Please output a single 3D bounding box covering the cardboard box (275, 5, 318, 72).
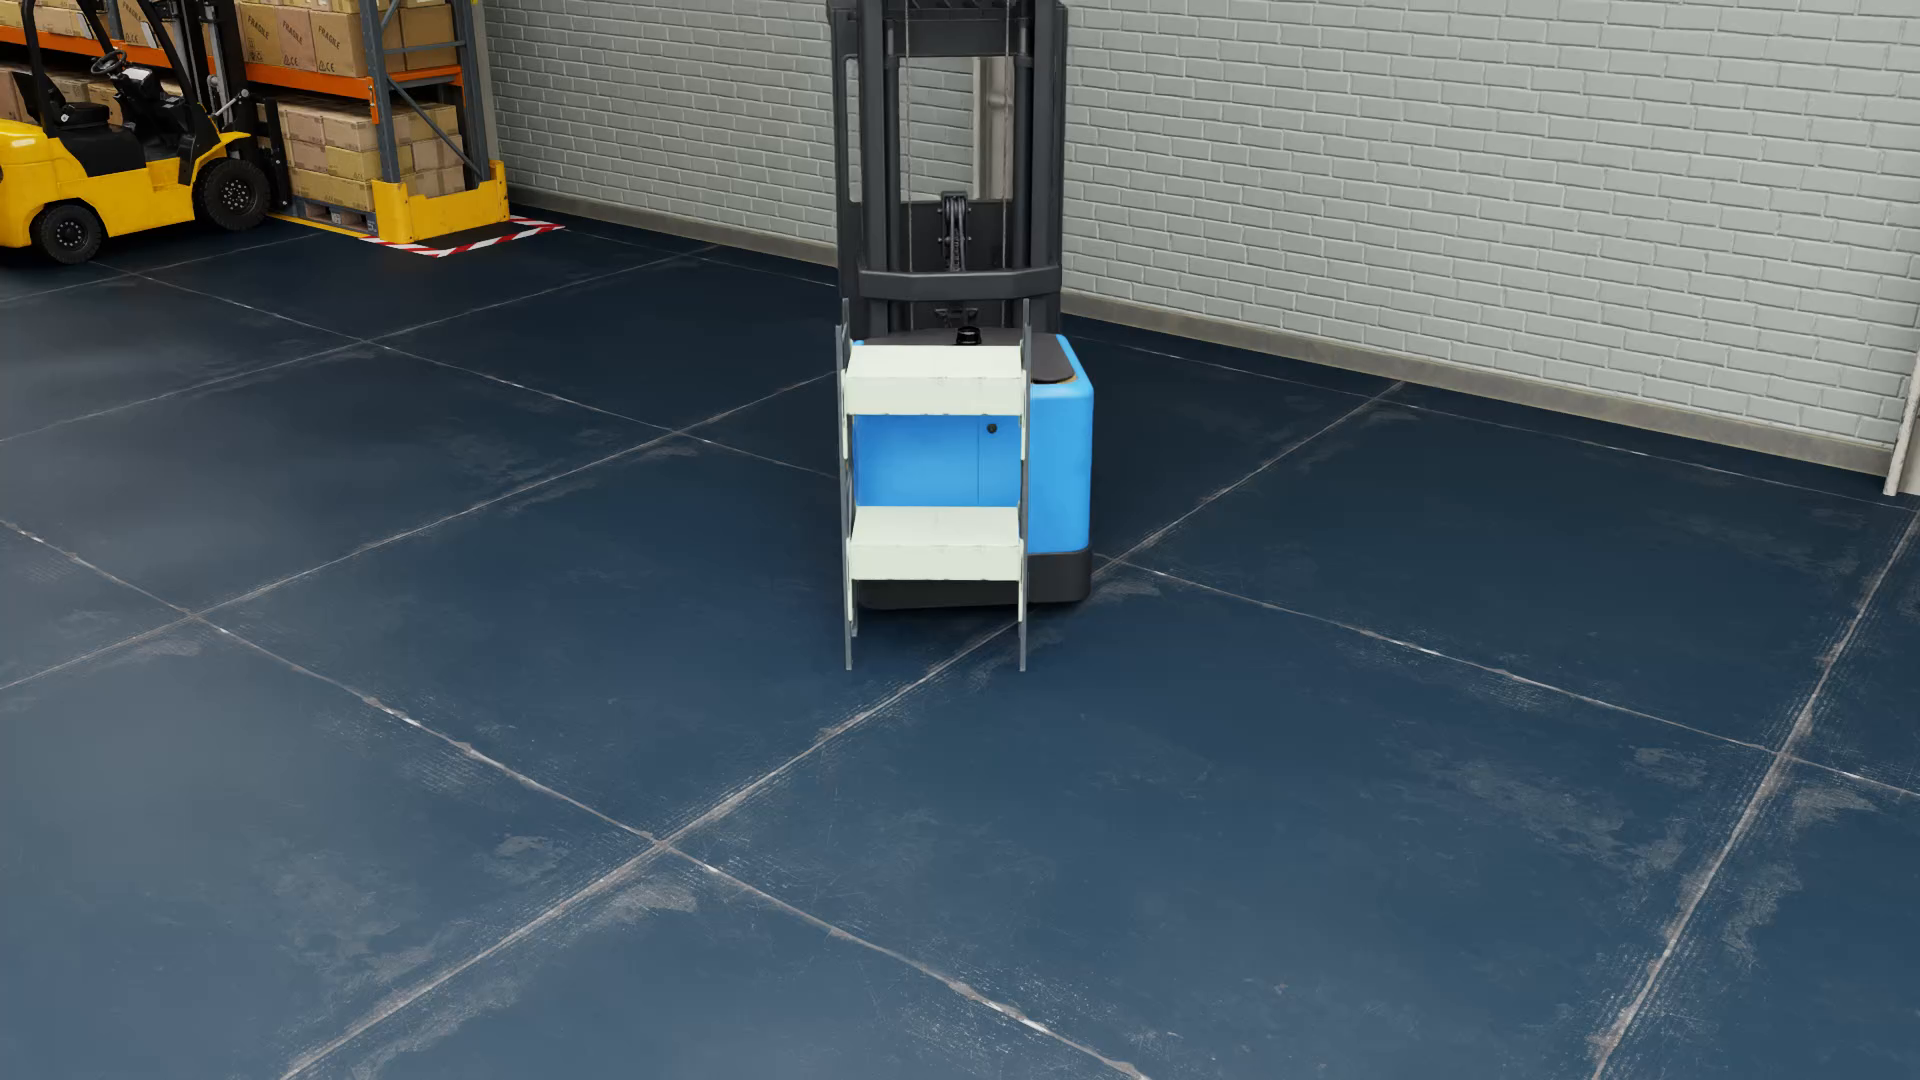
[{"bbox_3d":[-5.410,-4.271,14.098,0.500,0.500,0.500,18,29,35],"label":"cardboard box"}]

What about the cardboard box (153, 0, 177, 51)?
[{"bbox_3d":[-7.024,-4.763,15.216,0.500,0.500,0.500,17,29,34],"label":"cardboard box"}]

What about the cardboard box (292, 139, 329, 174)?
[{"bbox_3d":[-5.421,-3.366,14.439,0.500,0.250,0.500,16,29,33],"label":"cardboard box"}]

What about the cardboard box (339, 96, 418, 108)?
[{"bbox_3d":[-5.122,-3.750,14.691,0.500,0.250,0.500,17,29,33],"label":"cardboard box"}]

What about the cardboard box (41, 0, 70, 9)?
[{"bbox_3d":[-8.612,-5.348,16.233,0.500,0.250,0.500,16,28,32],"label":"cardboard box"}]

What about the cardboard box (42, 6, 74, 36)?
[{"bbox_3d":[-8.615,-5.118,16.331,0.500,0.250,0.500,17,29,33],"label":"cardboard box"}]

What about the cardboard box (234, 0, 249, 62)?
[{"bbox_3d":[-6.229,-4.512,14.647,0.500,0.500,0.500,17,29,34],"label":"cardboard box"}]

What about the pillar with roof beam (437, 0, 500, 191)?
[{"bbox_3d":[-7.047,-5.878,10.429,0.400,9.000,9.100,17,29,33],"label":"pillar with roof beam"}]

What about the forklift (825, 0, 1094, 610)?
[{"bbox_3d":[-0.076,-1.590,8.223,1.130,2.935,3.031,-2,24,-5],"label":"forklift"}]

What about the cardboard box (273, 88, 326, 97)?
[{"bbox_3d":[-5.921,-4.001,15.260,0.500,0.250,0.500,16,28,32],"label":"cardboard box"}]

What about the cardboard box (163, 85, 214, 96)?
[{"bbox_3d":[-7.047,-4.076,15.429,0.500,0.250,0.500,17,29,33],"label":"cardboard box"}]

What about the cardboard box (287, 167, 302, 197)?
[{"bbox_3d":[-5.801,-3.255,14.806,0.500,0.250,0.500,17,29,34],"label":"cardboard box"}]

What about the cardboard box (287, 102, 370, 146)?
[{"bbox_3d":[-5.416,-3.586,14.317,0.500,0.250,0.500,17,29,34],"label":"cardboard box"}]

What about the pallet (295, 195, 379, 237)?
[{"bbox_3d":[-5.086,-2.957,14.700,1.213,0.211,1.003,17,29,33],"label":"pallet"}]

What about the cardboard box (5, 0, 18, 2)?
[{"bbox_3d":[-9.410,-5.601,16.809,0.500,0.250,0.500,17,29,34],"label":"cardboard box"}]

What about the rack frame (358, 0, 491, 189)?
[{"bbox_3d":[-4.449,-4.062,13.749,0.127,3.000,1.000,17,29,33],"label":"rack frame"}]

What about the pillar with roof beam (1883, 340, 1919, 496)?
[{"bbox_3d":[2.555,-2.976,3.843,0.400,9.000,9.100,17,29,33],"label":"pillar with roof beam"}]

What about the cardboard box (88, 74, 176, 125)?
[{"bbox_3d":[-8.074,-4.257,16.617,0.625,0.625,0.875,18,30,36],"label":"cardboard box"}]

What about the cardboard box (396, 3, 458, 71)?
[{"bbox_3d":[-4.679,-4.317,14.204,0.500,0.500,0.500,18,29,35],"label":"cardboard box"}]

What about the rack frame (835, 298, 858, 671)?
[{"bbox_3d":[-0.466,-0.216,6.881,0.023,1.500,0.400,0,24,1],"label":"rack frame"}]

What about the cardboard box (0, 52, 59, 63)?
[{"bbox_3d":[-10.359,-4.947,18.181,0.625,0.625,0.875,18,29,35],"label":"cardboard box"}]

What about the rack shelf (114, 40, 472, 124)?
[{"bbox_3d":[-6.049,-4.216,14.992,4.000,0.370,1.077,17,29,33],"label":"rack shelf"}]

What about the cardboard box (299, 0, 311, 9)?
[{"bbox_3d":[-5.287,-4.533,13.889,0.250,0.149,0.380,17,29,34],"label":"cardboard box"}]

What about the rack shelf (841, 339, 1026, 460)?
[{"bbox_3d":[-0.100,-0.572,6.720,0.720,0.370,0.431,0,24,1],"label":"rack shelf"}]

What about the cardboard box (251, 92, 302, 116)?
[{"bbox_3d":[-6.227,-3.830,14.871,0.500,0.250,0.500,16,28,32],"label":"cardboard box"}]

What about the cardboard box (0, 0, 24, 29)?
[{"bbox_3d":[-9.412,-5.370,16.904,0.500,0.250,0.500,18,29,35],"label":"cardboard box"}]

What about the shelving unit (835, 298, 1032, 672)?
[{"bbox_3d":[-0.100,-0.215,6.877,0.755,1.500,0.431,0,24,1],"label":"shelving unit"}]

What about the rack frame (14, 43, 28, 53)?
[{"bbox_3d":[-10.850,-5.997,18.140,0.127,3.000,1.000,17,29,33],"label":"rack frame"}]

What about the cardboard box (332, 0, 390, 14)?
[{"bbox_3d":[-4.894,-4.398,13.583,0.250,0.149,0.380,17,29,34],"label":"cardboard box"}]

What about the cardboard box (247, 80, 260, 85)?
[{"bbox_3d":[-6.725,-4.246,15.817,0.500,0.250,0.500,16,29,33],"label":"cardboard box"}]

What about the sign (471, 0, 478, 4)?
[{"bbox_3d":[-4.111,-4.672,13.962,0.005,0.325,0.100,17,29,33],"label":"sign"}]

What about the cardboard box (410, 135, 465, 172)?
[{"bbox_3d":[-4.700,-3.405,14.528,0.500,0.250,0.500,17,29,34],"label":"cardboard box"}]

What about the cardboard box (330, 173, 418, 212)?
[{"bbox_3d":[-5.014,-3.008,14.245,0.500,0.250,0.500,17,29,34],"label":"cardboard box"}]

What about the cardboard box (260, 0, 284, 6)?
[{"bbox_3d":[-5.721,-4.646,14.145,0.250,0.149,0.380,16,28,32],"label":"cardboard box"}]

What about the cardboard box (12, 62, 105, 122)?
[{"bbox_3d":[-9.293,-4.629,17.459,0.625,0.625,0.875,15,28,31],"label":"cardboard box"}]

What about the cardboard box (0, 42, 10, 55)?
[{"bbox_3d":[-11.081,-5.568,18.943,0.250,0.149,0.380,19,30,36],"label":"cardboard box"}]
